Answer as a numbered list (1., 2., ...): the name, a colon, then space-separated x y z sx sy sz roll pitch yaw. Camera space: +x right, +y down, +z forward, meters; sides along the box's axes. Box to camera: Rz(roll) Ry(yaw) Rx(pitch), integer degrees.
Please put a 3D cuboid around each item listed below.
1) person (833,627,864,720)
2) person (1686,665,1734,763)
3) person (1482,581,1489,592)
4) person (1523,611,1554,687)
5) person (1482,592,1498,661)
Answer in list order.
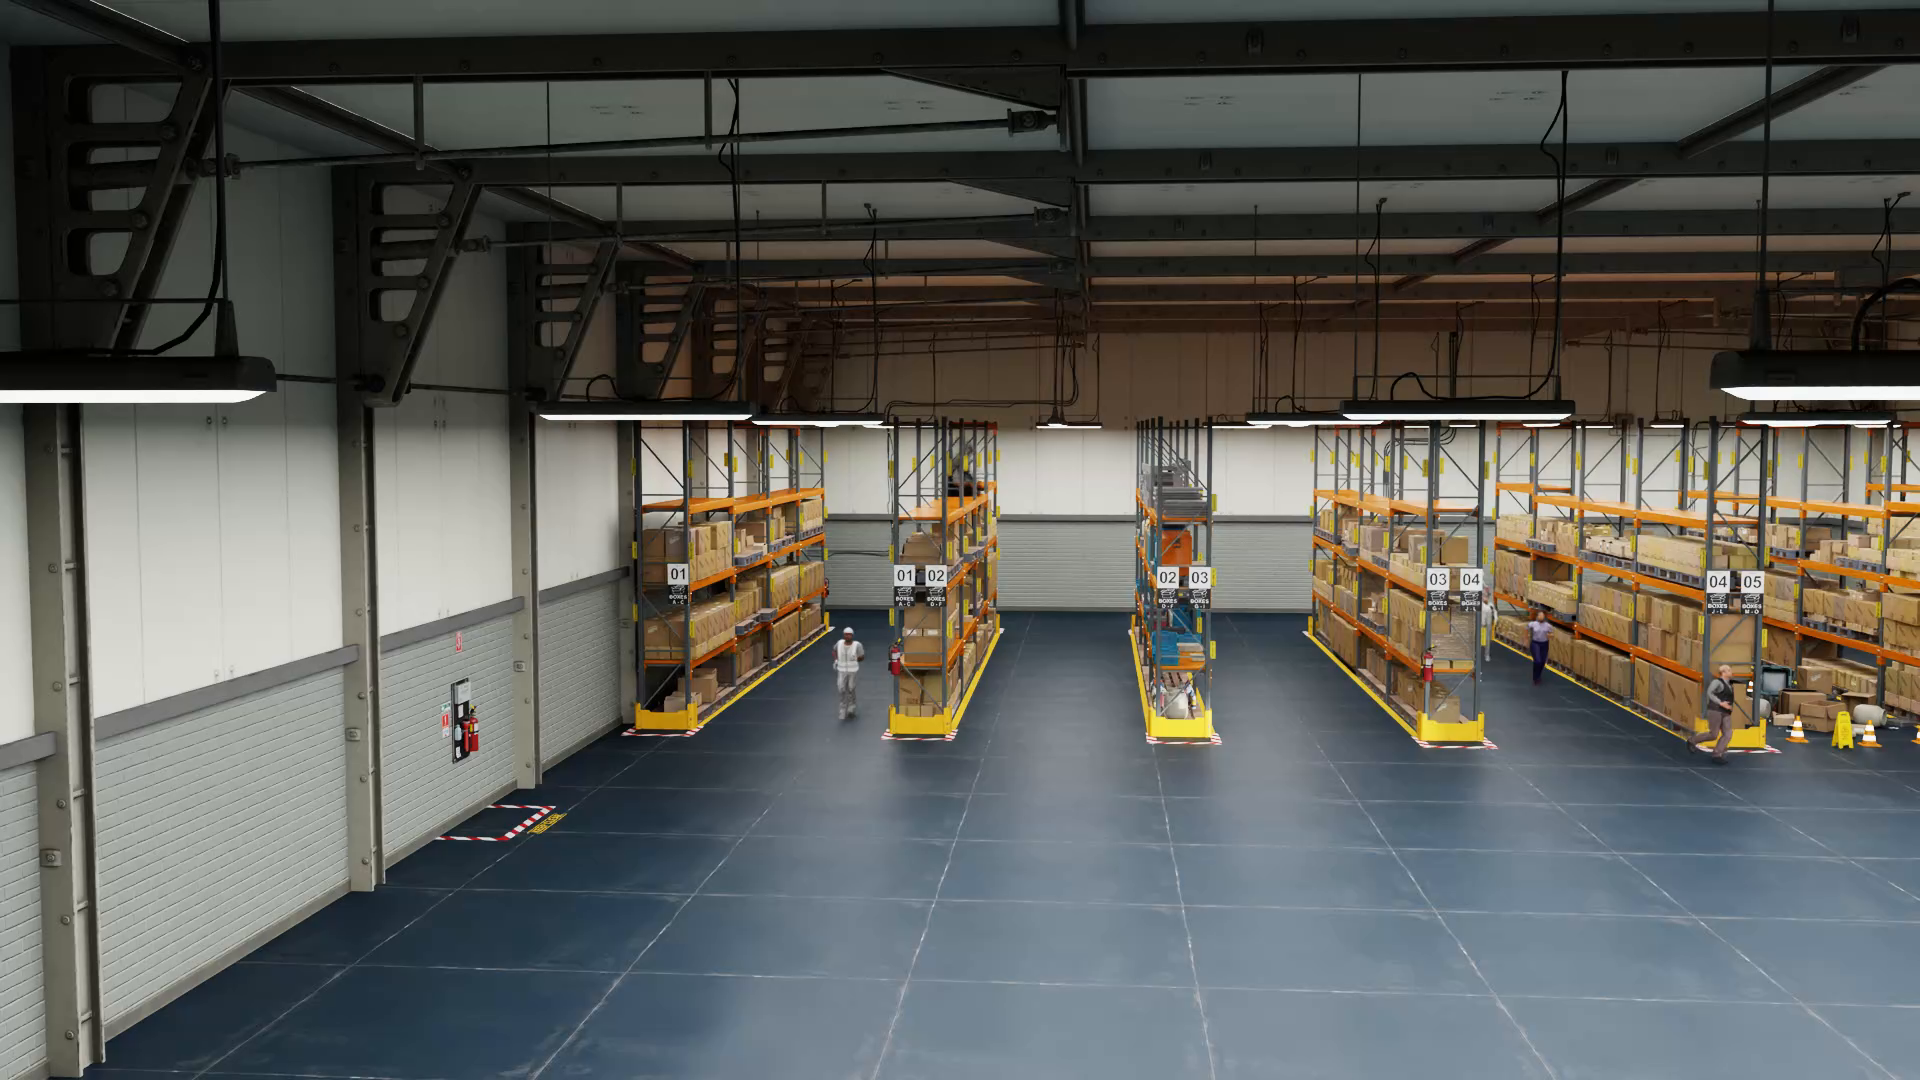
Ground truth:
1. person: -2.236 2.663 33.268 0.659 1.848 0.803 0 4 1
2. person: 13.210 3.007 29.011 0.686 1.654 0.800 -2 4 -34
3. person: 14.582 1.771 47.063 0.757 1.837 0.655 -1 4 -19
4. person: 13.100 2.455 37.590 0.577 1.714 0.735 0 4 -3
5. person: 13.204 2.152 41.824 0.637 1.712 0.815 0 4 5
